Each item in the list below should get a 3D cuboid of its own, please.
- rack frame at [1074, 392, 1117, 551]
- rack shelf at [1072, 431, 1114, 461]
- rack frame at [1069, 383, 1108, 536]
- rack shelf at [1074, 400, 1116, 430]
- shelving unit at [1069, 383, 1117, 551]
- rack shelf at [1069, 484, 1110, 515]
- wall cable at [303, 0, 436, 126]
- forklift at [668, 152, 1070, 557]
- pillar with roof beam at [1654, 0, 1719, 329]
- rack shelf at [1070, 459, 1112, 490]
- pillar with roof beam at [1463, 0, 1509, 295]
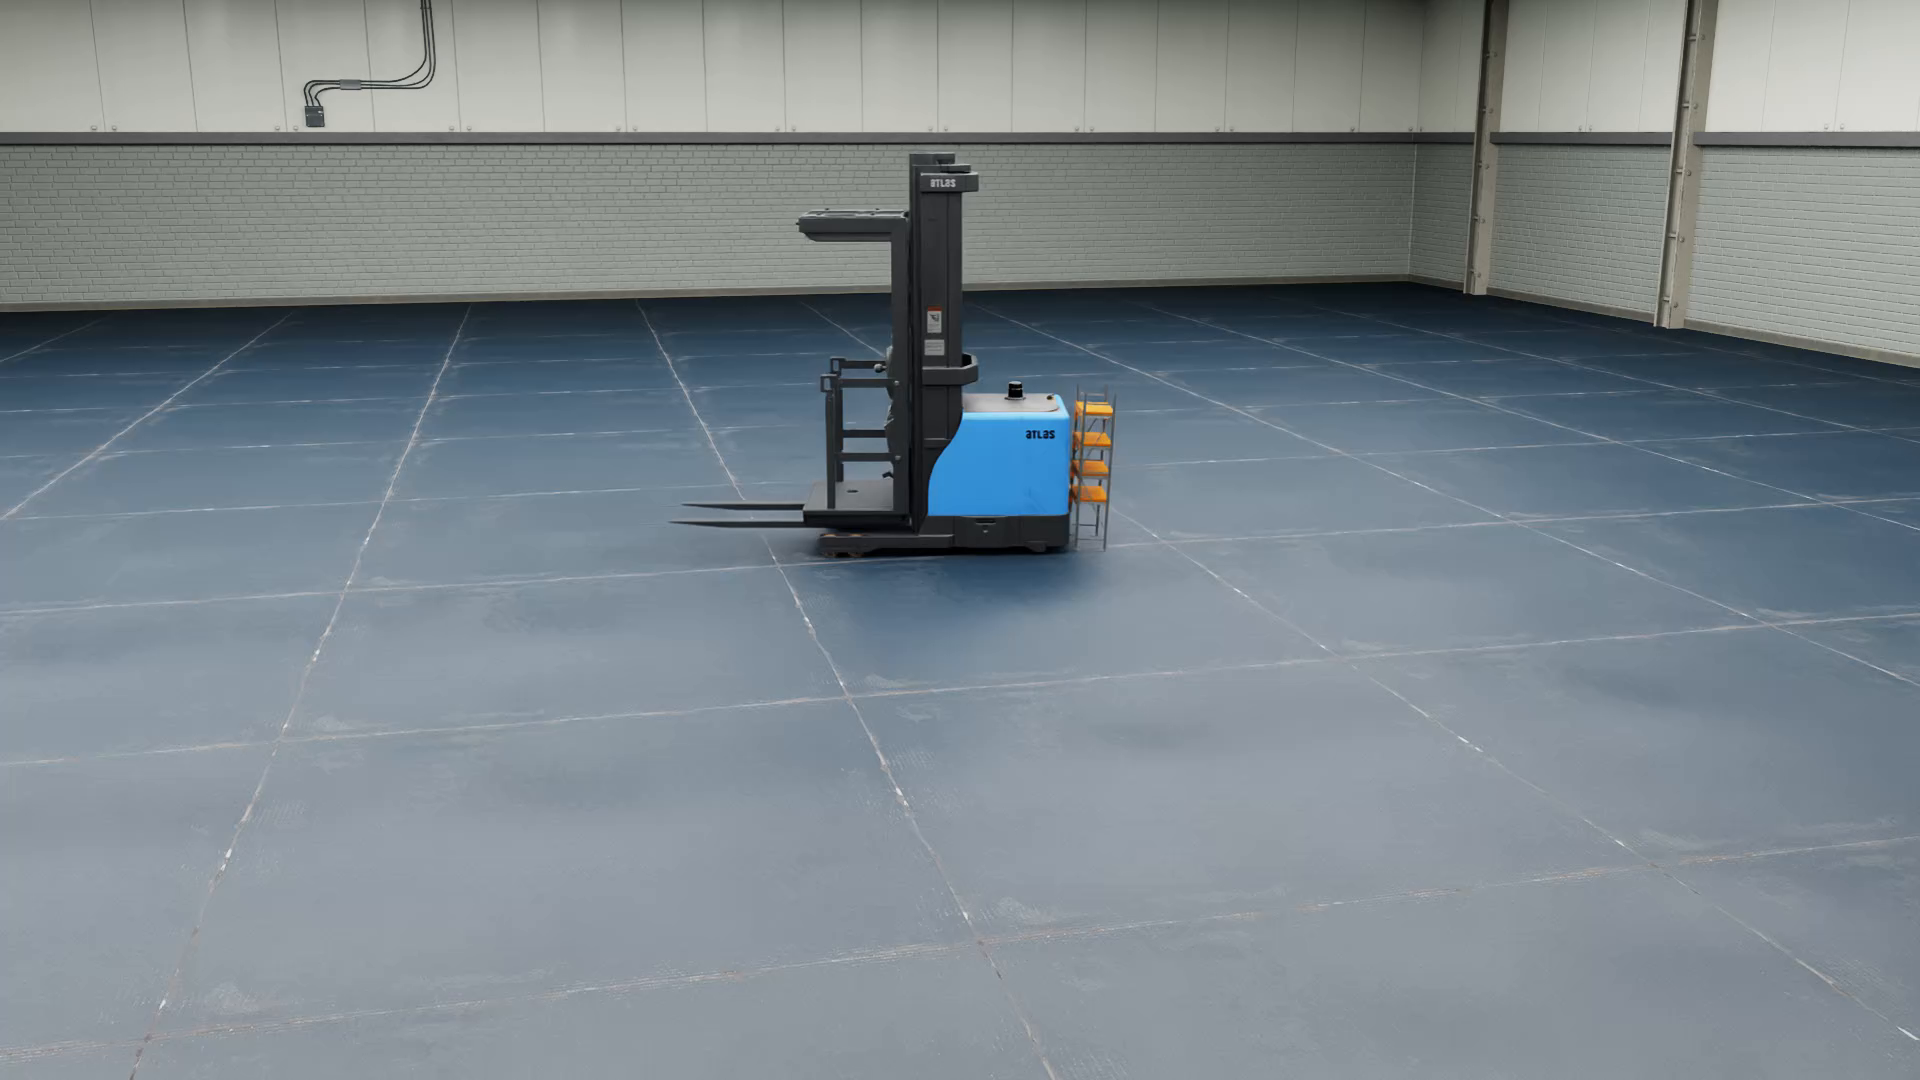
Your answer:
[{"bbox_3d":[1.010,-0.504,12.437,0.240,1.200,0.015,2,14,-3],"label":"rack frame"},{"bbox_3d":[1.008,-0.714,12.637,0.258,0.148,0.480,2,14,-3],"label":"rack shelf"},{"bbox_3d":[0.990,-0.620,12.910,0.240,1.200,0.015,2,14,-3],"label":"rack frame"},{"bbox_3d":[1.019,-0.943,12.581,0.258,0.148,0.480,2,14,-3],"label":"rack shelf"},{"bbox_3d":[1.000,-0.562,12.673,0.258,1.200,0.503,2,14,-3],"label":"shelving unit"},{"bbox_3d":[0.988,-0.304,12.736,0.258,0.148,0.480,2,14,-3],"label":"rack shelf"},{"bbox_3d":[-10.616,-10.411,29.413,2.305,6.003,0.169,-3,14,-13],"label":"wall cable"},{"bbox_3d":[-0.694,-1.426,12.590,3.031,2.935,1.130,0,14,0],"label":"forklift"},{"bbox_3d":[7.403,-7.611,25.121,9.100,9.000,0.400,-3,14,-13],"label":"pillar with roof beam"},{"bbox_3d":[0.997,-0.497,12.689,0.258,0.148,0.480,2,14,-3],"label":"rack shelf"},{"bbox_3d":[5.994,-8.996,30.786,9.100,9.000,0.400,-3,14,-13],"label":"pillar with roof beam"}]
